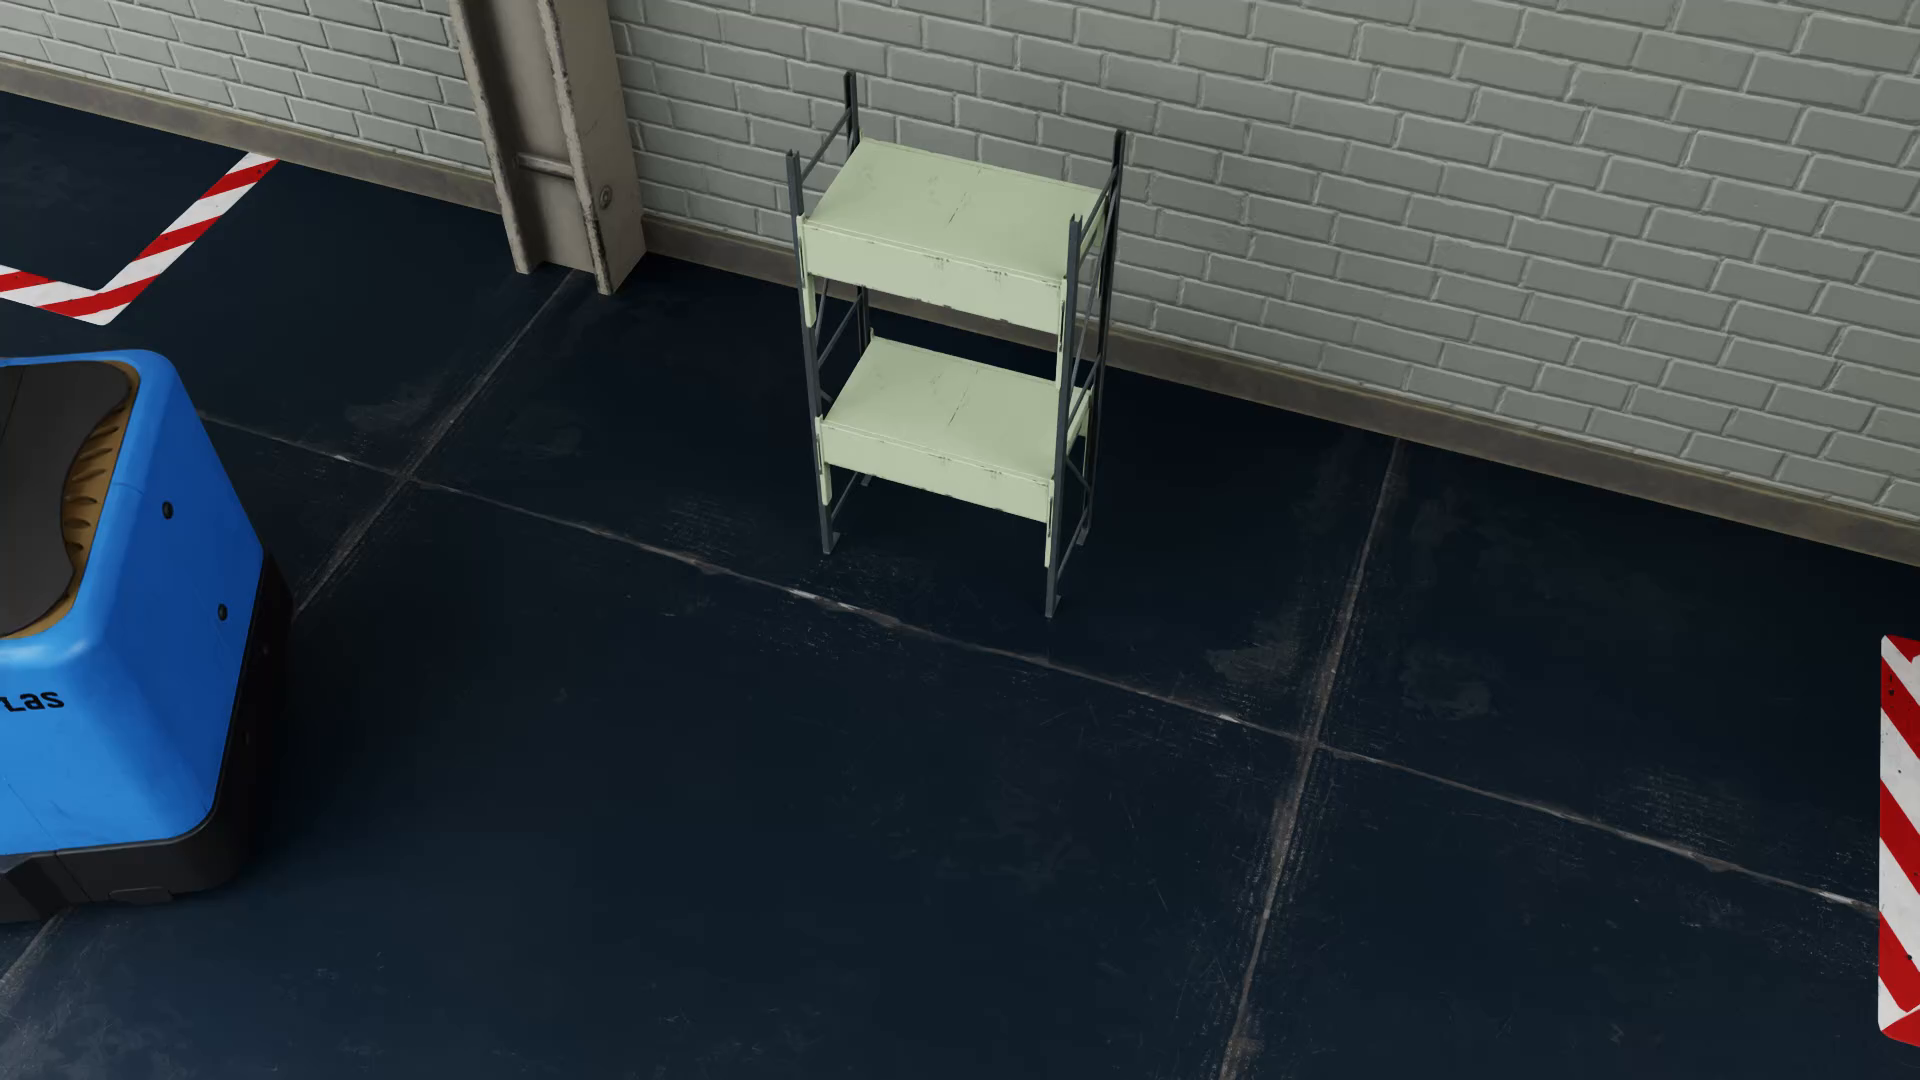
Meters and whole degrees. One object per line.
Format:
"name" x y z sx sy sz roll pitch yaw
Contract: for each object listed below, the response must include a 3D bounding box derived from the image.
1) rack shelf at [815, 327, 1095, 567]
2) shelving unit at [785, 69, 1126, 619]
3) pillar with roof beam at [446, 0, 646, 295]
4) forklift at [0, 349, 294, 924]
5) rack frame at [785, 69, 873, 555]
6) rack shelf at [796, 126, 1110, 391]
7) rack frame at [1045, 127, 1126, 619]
"rack shelf" -0.006 -0.279 4.931 0.720 0.370 0.431 16 51 13
"shelving unit" -0.006 -0.493 4.685 0.755 1.500 0.431 16 51 13
"pillar with roof beam" -2.886 -0.940 0.110 0.400 9.000 9.100 16 51 13
"forklift" -3.451 -0.263 3.538 3.031 2.935 1.130 -5 49 -4
"rack frame" -0.350 -0.589 4.768 0.023 1.500 0.400 16 51 13
"rack shelf" -0.006 -0.749 4.390 0.720 0.370 0.431 16 51 13
"rack frame" 0.337 -0.397 4.602 0.023 1.500 0.400 16 51 13
